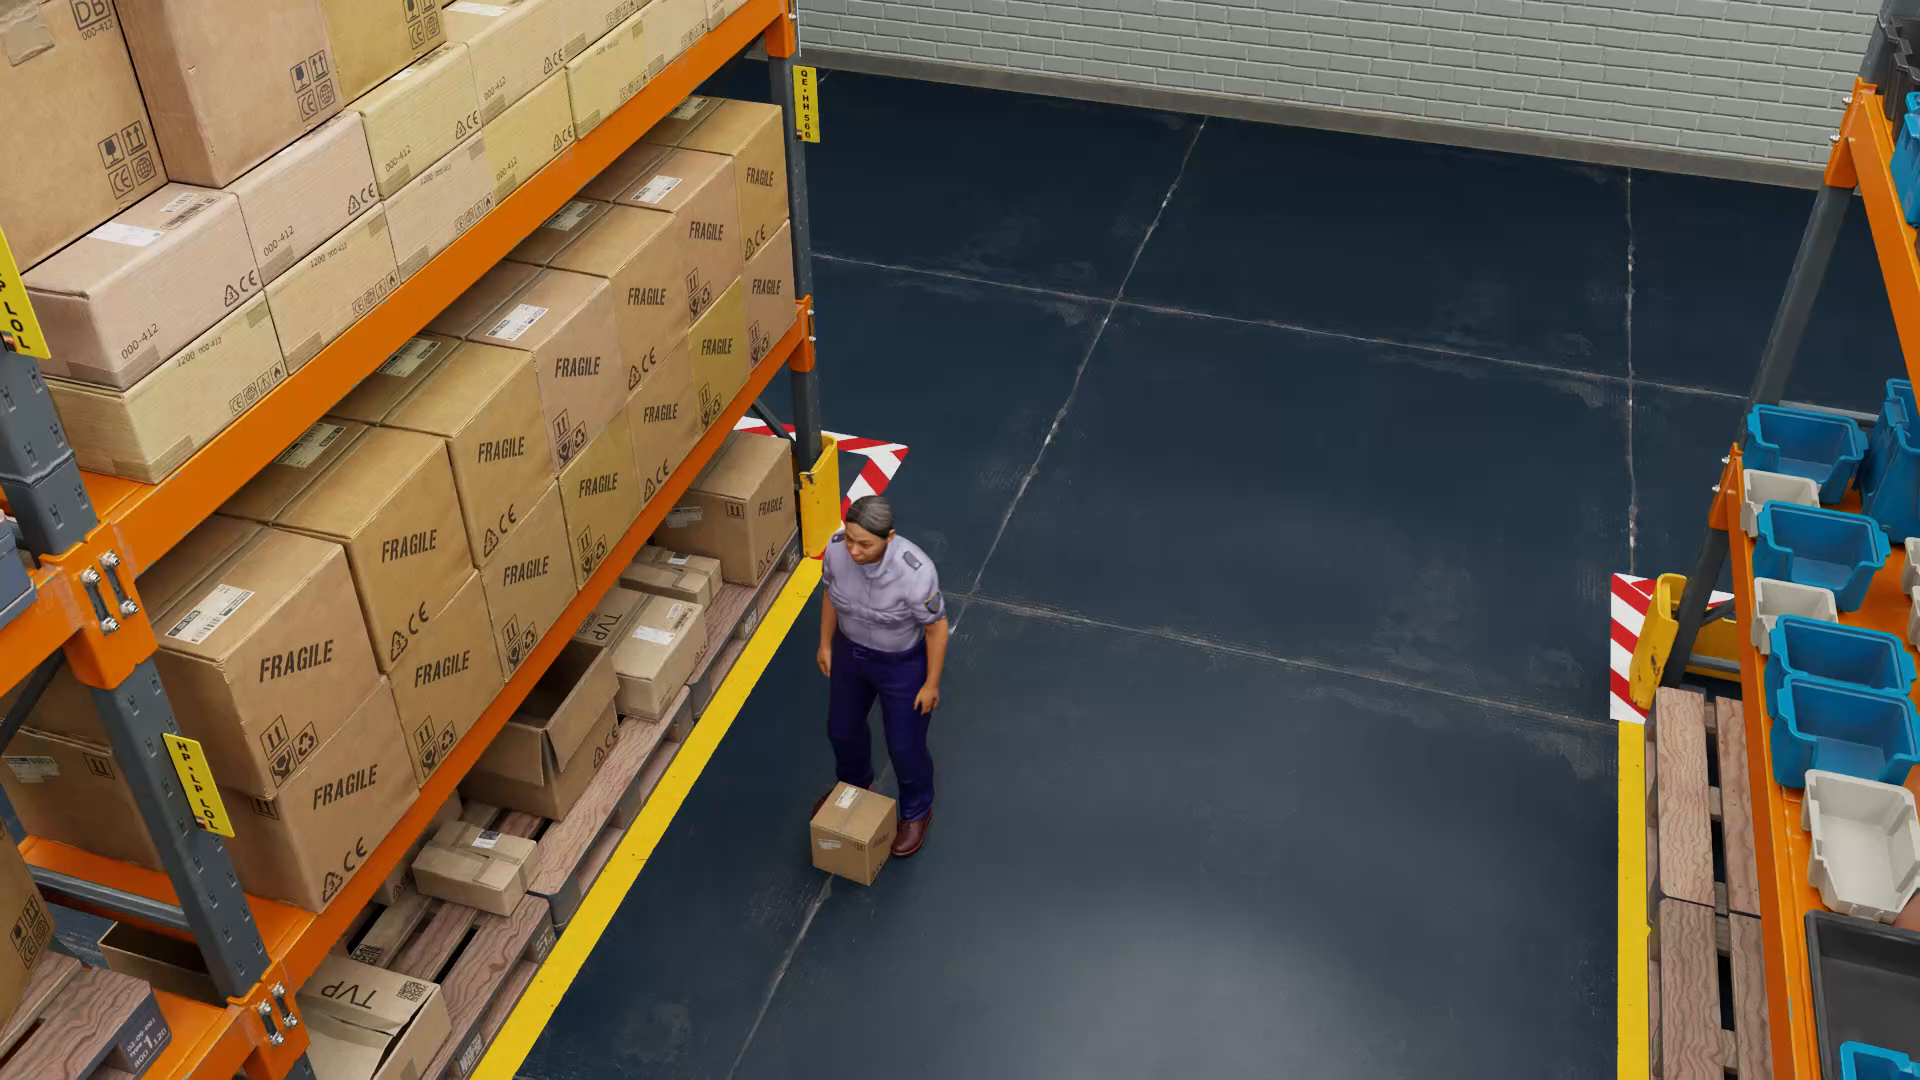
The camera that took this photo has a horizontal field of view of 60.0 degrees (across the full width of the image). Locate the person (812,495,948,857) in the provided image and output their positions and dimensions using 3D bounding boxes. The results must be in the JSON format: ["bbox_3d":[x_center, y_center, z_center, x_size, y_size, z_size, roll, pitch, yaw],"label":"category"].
[{"bbox_3d":[-0.310,0.478,6.268,0.545,1.651,0.331,19,41,23],"label":"person"}]
